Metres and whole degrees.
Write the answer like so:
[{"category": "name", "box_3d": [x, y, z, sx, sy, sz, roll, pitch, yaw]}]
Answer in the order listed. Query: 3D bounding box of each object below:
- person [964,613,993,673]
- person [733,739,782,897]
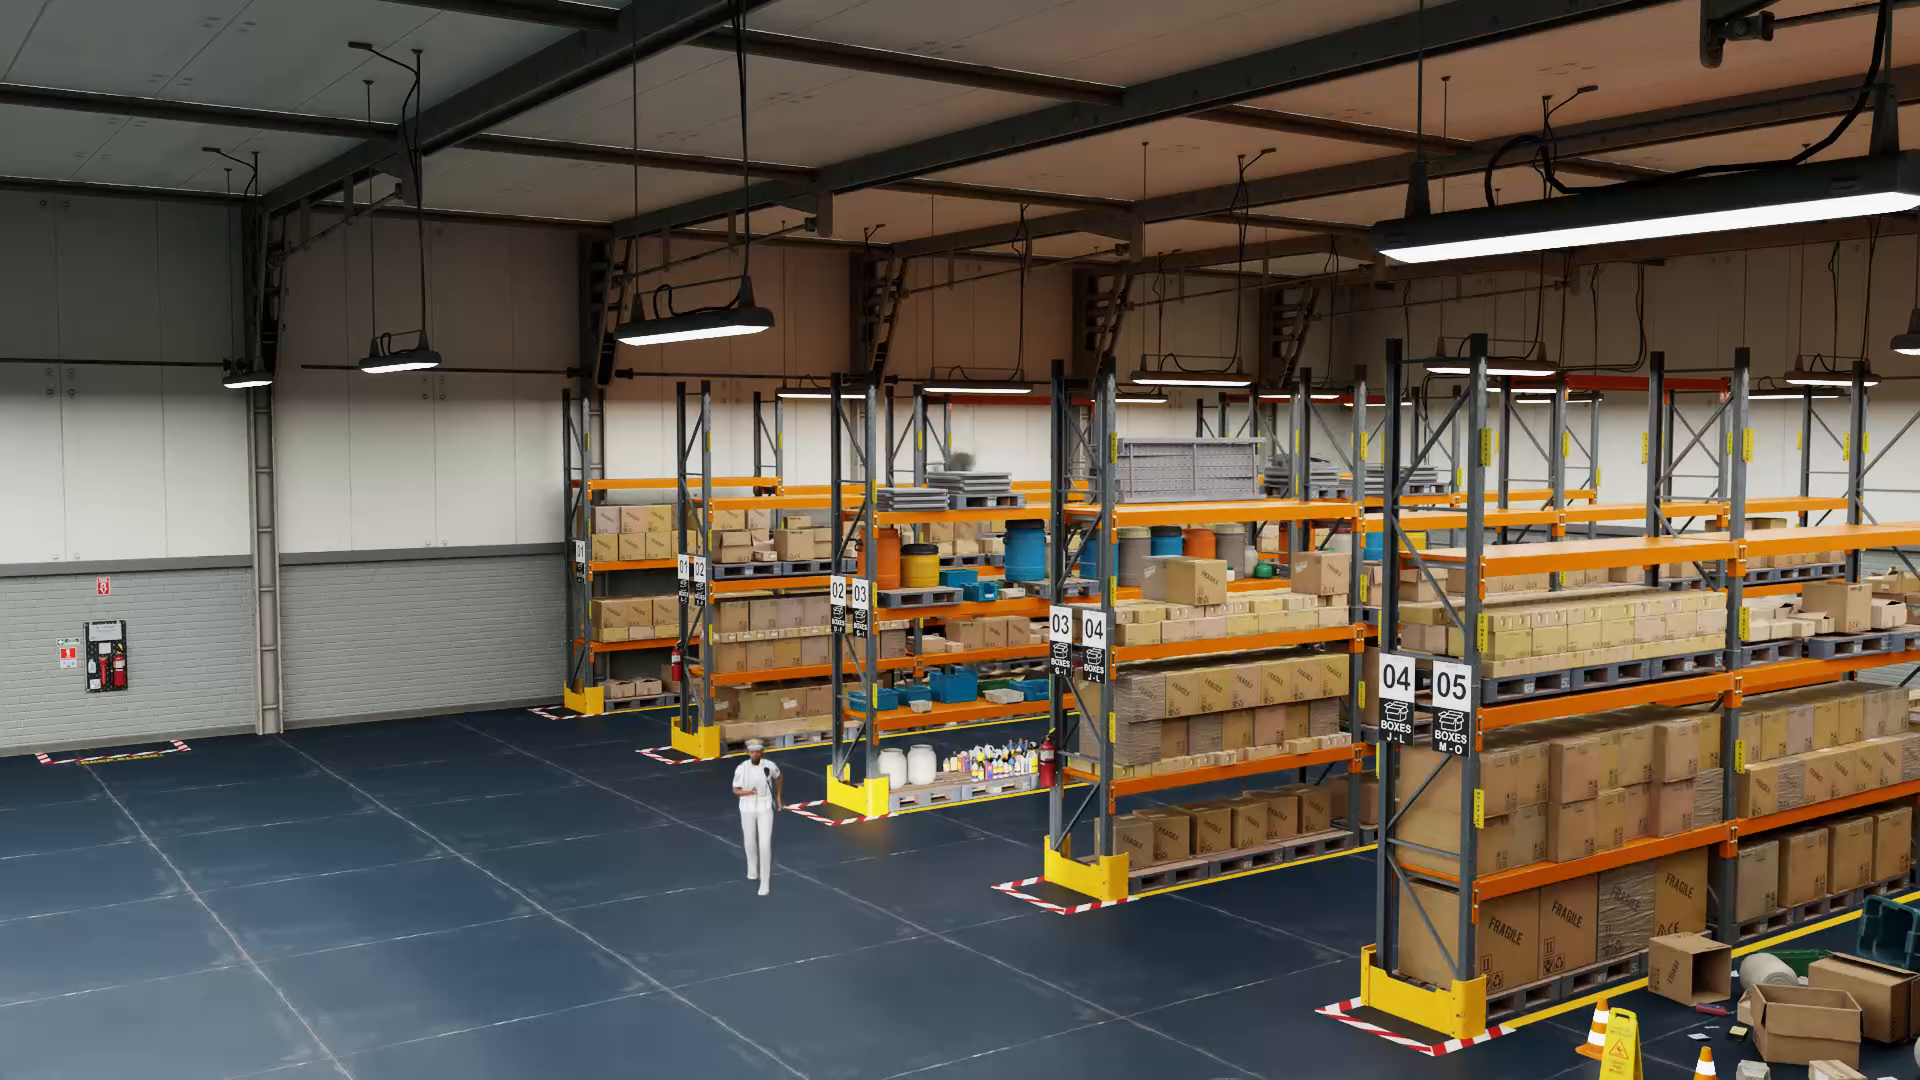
[{"category": "person", "box_3d": [0.360, 2.169, 33.057, 0.813, 1.746, 0.714, -3, 5, -38]}, {"category": "person", "box_3d": [-2.296, 3.111, 18.880, 0.548, 1.770, 0.808, 0, 4, -4]}]
